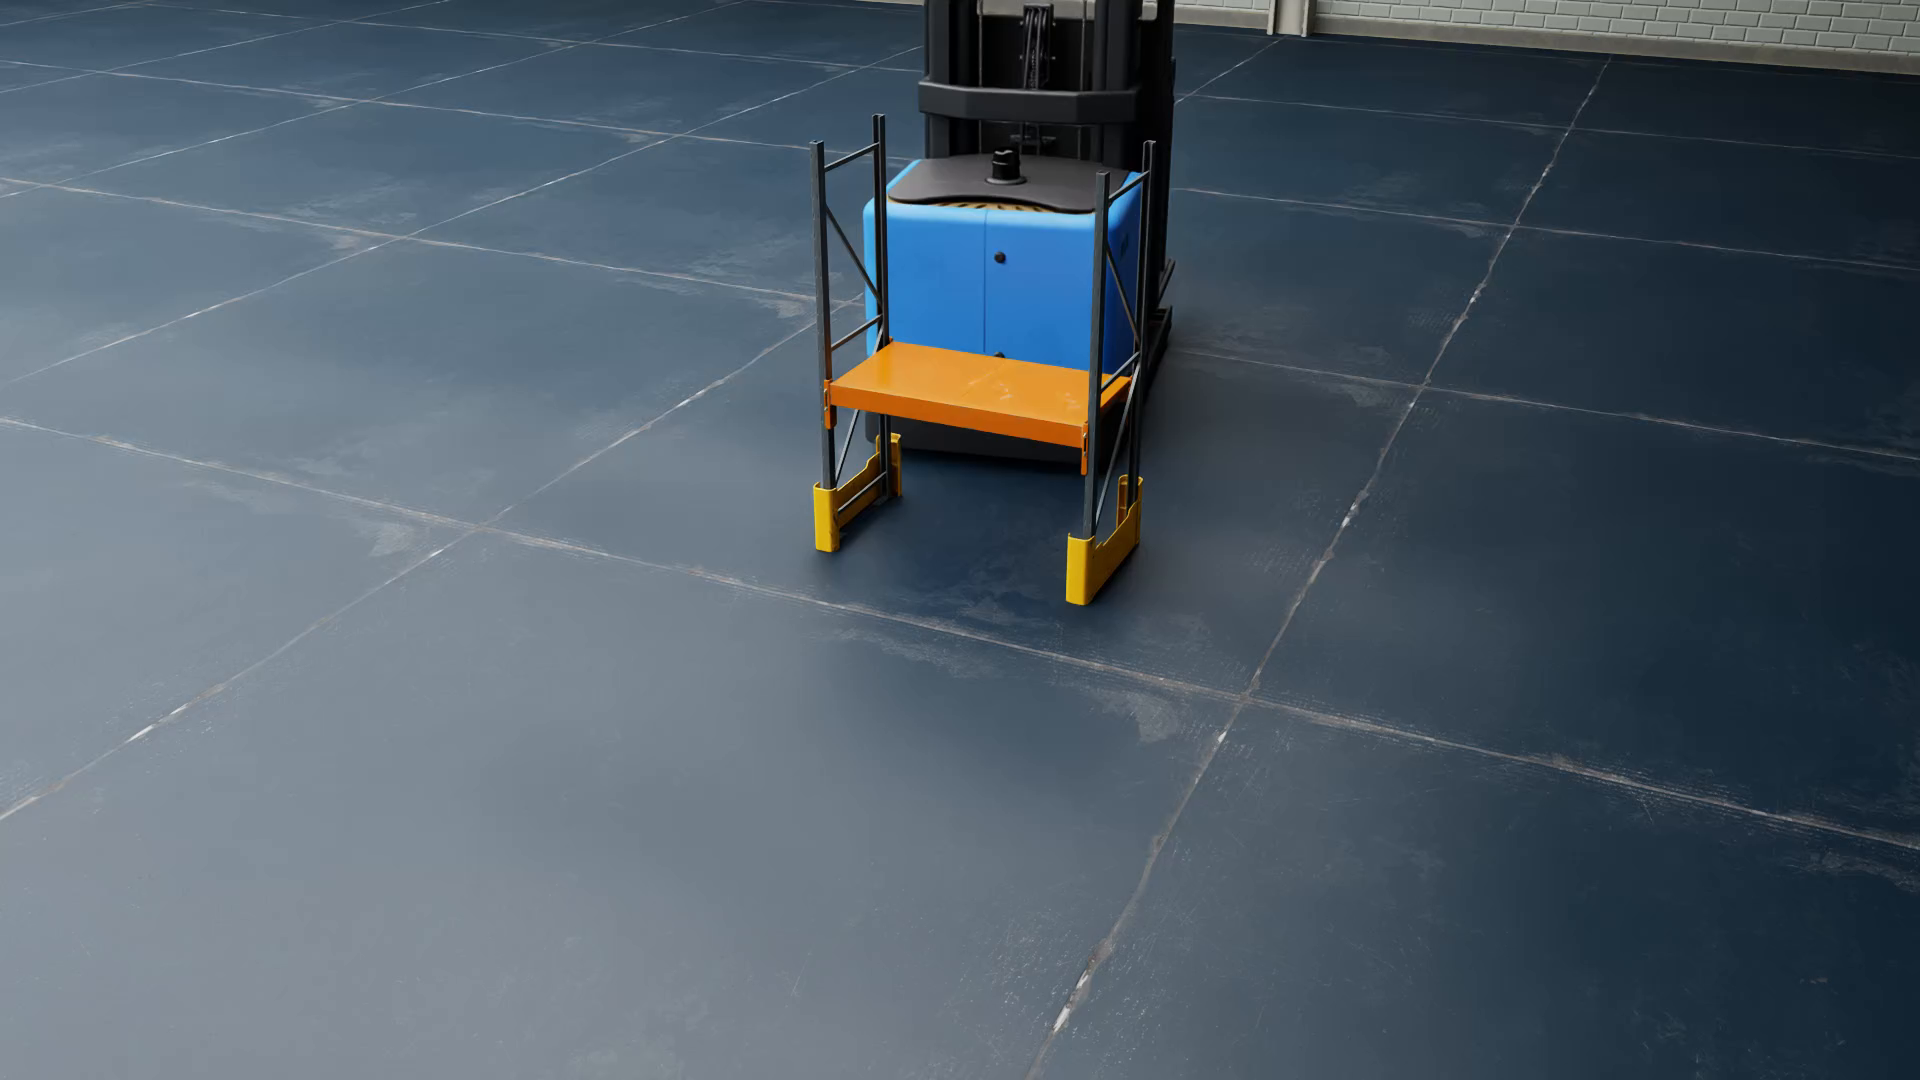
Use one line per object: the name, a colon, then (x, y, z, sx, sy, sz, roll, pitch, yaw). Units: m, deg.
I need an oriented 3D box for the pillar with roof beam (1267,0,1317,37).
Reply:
pillar with roof beam: (1.481, -7.310, 10.910, 0.400, 9.000, 9.100, 11, 28, 22)

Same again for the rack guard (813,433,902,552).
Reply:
rack guard: (-0.384, -0.189, 6.351, 0.087, 0.250, 0.587, 11, 28, 22)

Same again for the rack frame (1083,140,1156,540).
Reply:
rack frame: (0.540, -0.564, 5.698, 0.032, 1.500, 0.500, 11, 28, 22)

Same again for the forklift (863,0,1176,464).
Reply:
forklift: (0.437, -2.247, 7.496, 1.130, 2.935, 3.031, 6, 27, 12)

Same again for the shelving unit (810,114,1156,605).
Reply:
shelving unit: (0.069, -0.659, 5.890, 1.083, 1.500, 0.587, 11, 28, 22)

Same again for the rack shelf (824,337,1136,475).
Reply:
rack shelf: (0.078, -0.496, 5.966, 1.000, 0.185, 0.538, 11, 28, 22)

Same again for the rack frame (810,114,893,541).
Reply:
rack frame: (-0.385, -0.750, 6.076, 0.032, 1.500, 0.500, 11, 28, 22)

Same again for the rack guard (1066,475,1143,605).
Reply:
rack guard: (0.523, -0.007, 5.982, 0.087, 0.250, 0.587, 11, 28, 22)
